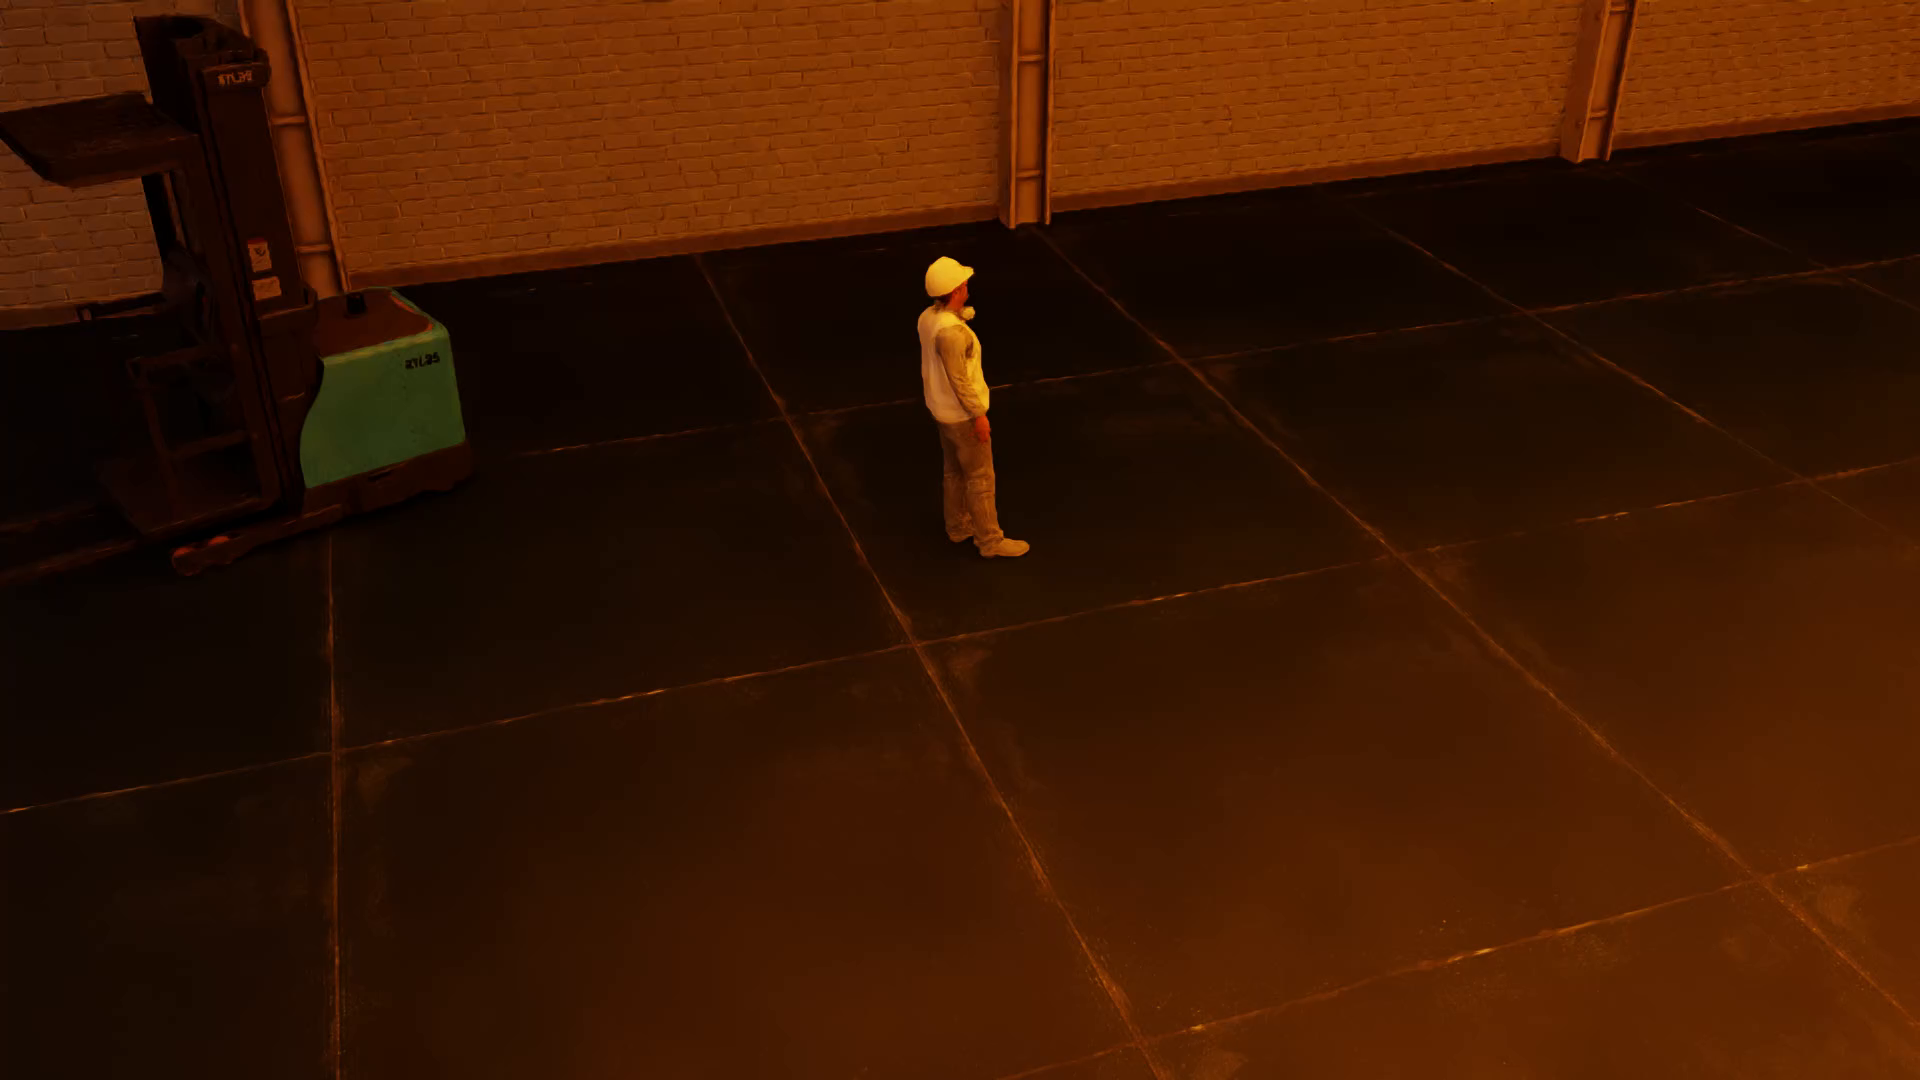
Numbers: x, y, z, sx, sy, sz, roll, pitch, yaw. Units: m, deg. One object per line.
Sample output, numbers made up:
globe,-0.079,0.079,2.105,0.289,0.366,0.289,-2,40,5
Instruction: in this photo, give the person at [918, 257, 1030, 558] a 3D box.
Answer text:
person,0.062,-0.781,9.591,0.567,1.773,0.632,-10,31,-16

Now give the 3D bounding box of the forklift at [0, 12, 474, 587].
forklift,-4.577,-1.360,9.451,3.031,2.935,1.130,-22,36,-33
